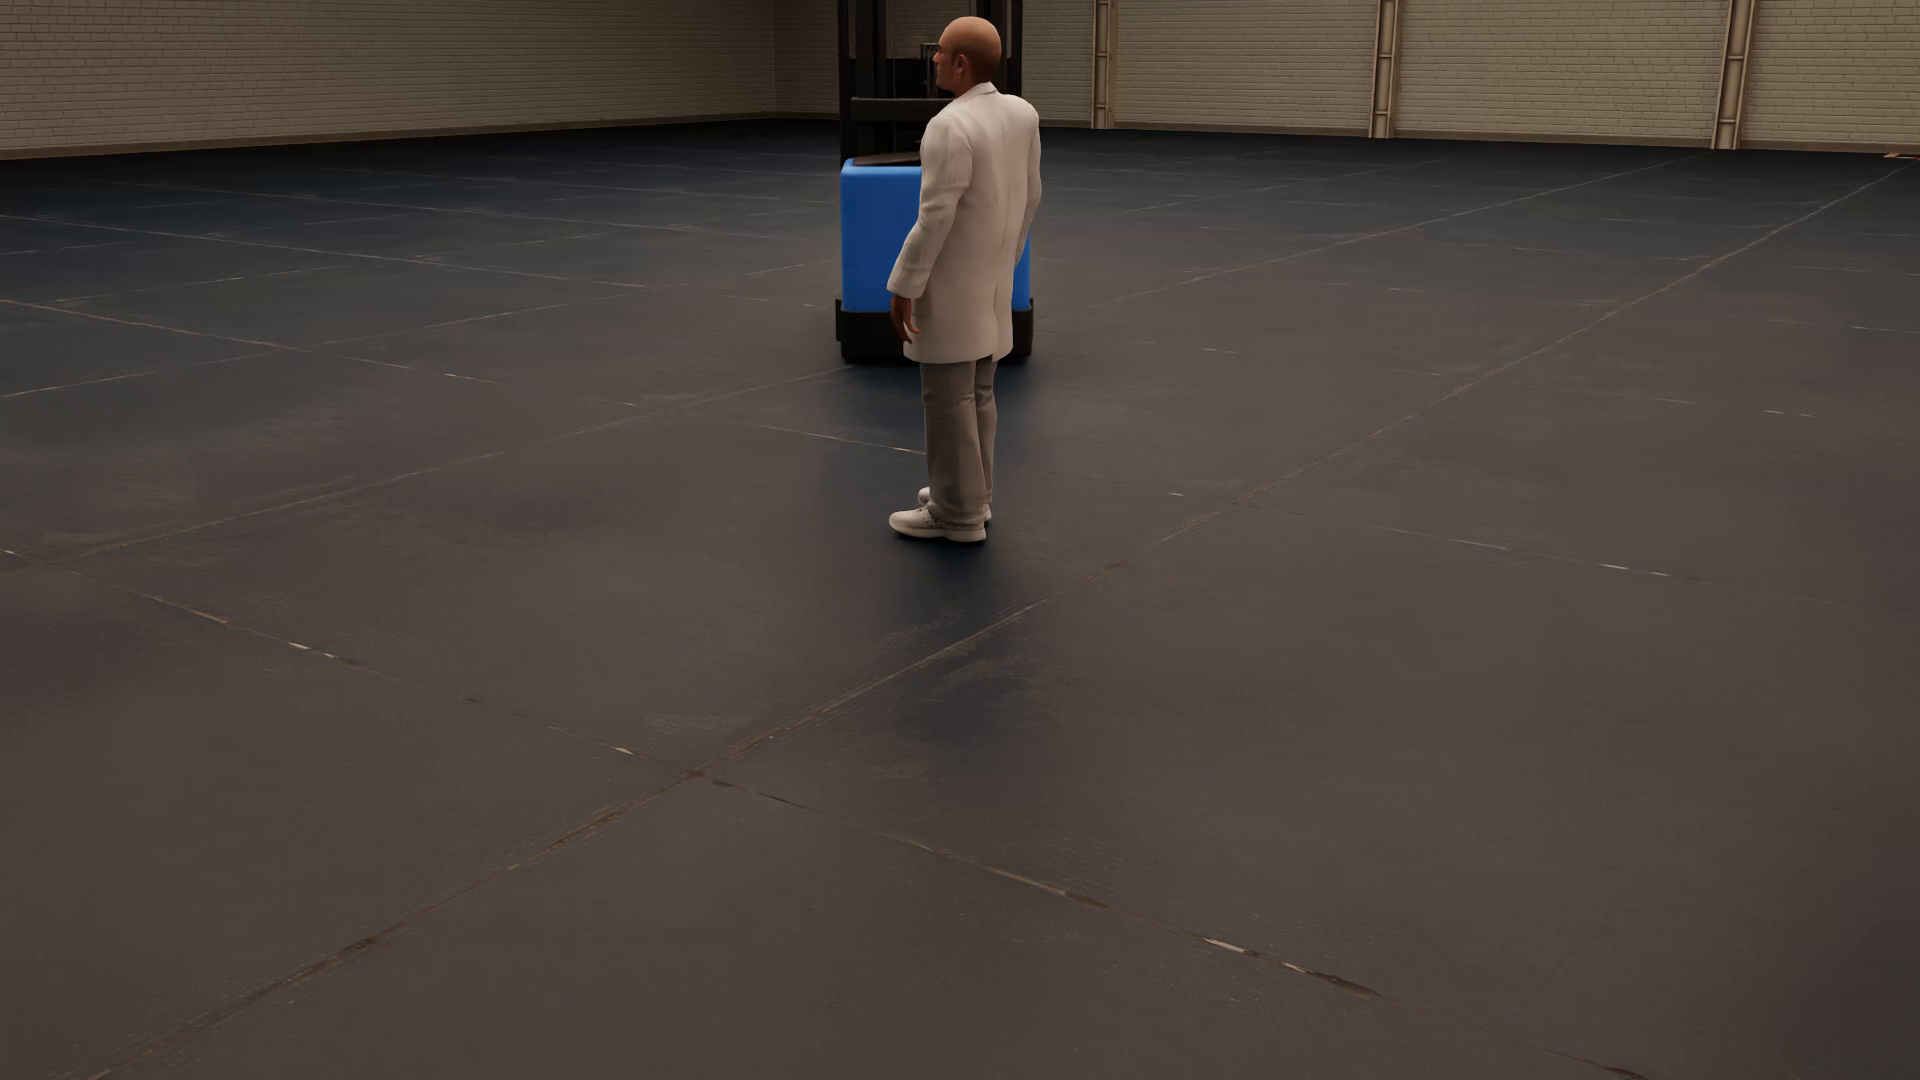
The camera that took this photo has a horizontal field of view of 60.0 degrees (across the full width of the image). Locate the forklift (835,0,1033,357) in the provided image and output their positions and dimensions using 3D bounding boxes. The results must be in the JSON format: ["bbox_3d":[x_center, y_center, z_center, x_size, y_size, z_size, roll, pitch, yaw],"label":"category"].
[{"bbox_3d":[-0.187,-2.776,10.114,1.130,2.935,3.031,-1,17,-2],"label":"forklift"}]

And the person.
[{"bbox_3d":[-0.073,-0.875,5.744,0.578,1.777,0.698,11,20,33],"label":"person"}]
